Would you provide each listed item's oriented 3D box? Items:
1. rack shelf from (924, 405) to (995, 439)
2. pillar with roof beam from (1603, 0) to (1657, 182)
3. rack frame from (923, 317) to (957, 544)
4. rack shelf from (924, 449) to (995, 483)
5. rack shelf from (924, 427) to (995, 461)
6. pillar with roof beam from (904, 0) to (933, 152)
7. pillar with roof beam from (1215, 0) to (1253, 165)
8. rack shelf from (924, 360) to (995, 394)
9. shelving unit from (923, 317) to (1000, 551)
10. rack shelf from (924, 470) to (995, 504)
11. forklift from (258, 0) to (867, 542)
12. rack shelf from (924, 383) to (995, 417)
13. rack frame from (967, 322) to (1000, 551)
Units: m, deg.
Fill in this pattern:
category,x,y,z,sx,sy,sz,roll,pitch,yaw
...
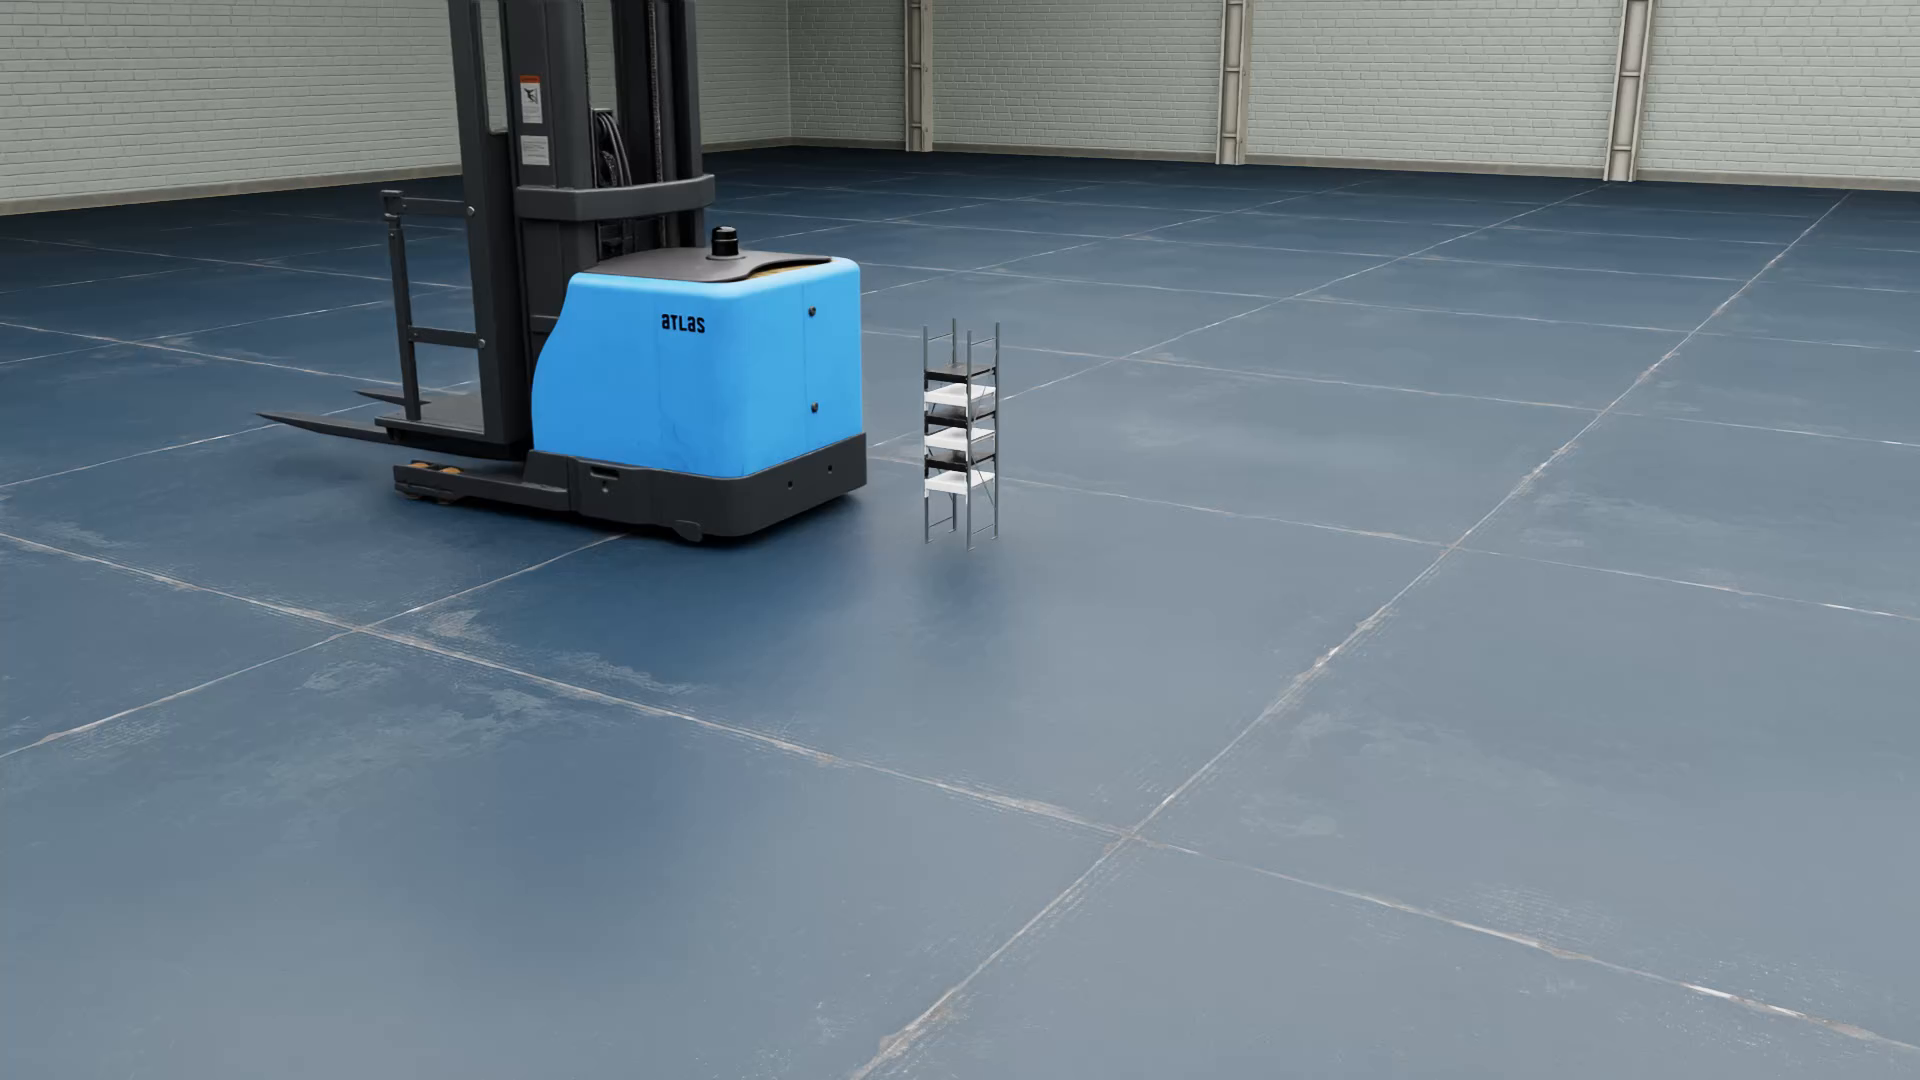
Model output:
category,x,y,z,sx,sy,sz,roll,pitch,yaw
rack shelf,0.007,-0.484,6.730,0.200,0.077,0.258,10,20,30
pillar with roof beam,7.241,-8.419,19.114,0.400,9.000,9.100,10,20,30
rack frame,-0.080,-0.445,6.797,0.006,0.900,0.240,10,20,30
rack shelf,0.007,-0.311,6.782,0.200,0.077,0.258,10,20,30
rack shelf,0.007,-0.397,6.756,0.200,0.077,0.258,10,20,30
pillar with roof beam,-2.984,-10.244,25.123,0.400,9.000,9.100,10,20,30
pillar with roof beam,2.128,-9.331,22.118,0.400,9.000,9.100,10,20,30
rack shelf,0.007,-0.656,6.678,0.200,0.077,0.258,10,20,30
shelving unit,0.007,-0.429,6.746,0.210,0.900,0.258,10,20,30
rack shelf,0.007,-0.225,6.808,0.200,0.077,0.258,10,20,30
forklift,-1.959,-1.681,7.372,3.031,2.935,1.130,9,19,28
rack shelf,0.007,-0.570,6.704,0.200,0.077,0.258,10,20,30
rack frame,0.094,-0.414,6.695,0.006,0.900,0.240,10,20,30
